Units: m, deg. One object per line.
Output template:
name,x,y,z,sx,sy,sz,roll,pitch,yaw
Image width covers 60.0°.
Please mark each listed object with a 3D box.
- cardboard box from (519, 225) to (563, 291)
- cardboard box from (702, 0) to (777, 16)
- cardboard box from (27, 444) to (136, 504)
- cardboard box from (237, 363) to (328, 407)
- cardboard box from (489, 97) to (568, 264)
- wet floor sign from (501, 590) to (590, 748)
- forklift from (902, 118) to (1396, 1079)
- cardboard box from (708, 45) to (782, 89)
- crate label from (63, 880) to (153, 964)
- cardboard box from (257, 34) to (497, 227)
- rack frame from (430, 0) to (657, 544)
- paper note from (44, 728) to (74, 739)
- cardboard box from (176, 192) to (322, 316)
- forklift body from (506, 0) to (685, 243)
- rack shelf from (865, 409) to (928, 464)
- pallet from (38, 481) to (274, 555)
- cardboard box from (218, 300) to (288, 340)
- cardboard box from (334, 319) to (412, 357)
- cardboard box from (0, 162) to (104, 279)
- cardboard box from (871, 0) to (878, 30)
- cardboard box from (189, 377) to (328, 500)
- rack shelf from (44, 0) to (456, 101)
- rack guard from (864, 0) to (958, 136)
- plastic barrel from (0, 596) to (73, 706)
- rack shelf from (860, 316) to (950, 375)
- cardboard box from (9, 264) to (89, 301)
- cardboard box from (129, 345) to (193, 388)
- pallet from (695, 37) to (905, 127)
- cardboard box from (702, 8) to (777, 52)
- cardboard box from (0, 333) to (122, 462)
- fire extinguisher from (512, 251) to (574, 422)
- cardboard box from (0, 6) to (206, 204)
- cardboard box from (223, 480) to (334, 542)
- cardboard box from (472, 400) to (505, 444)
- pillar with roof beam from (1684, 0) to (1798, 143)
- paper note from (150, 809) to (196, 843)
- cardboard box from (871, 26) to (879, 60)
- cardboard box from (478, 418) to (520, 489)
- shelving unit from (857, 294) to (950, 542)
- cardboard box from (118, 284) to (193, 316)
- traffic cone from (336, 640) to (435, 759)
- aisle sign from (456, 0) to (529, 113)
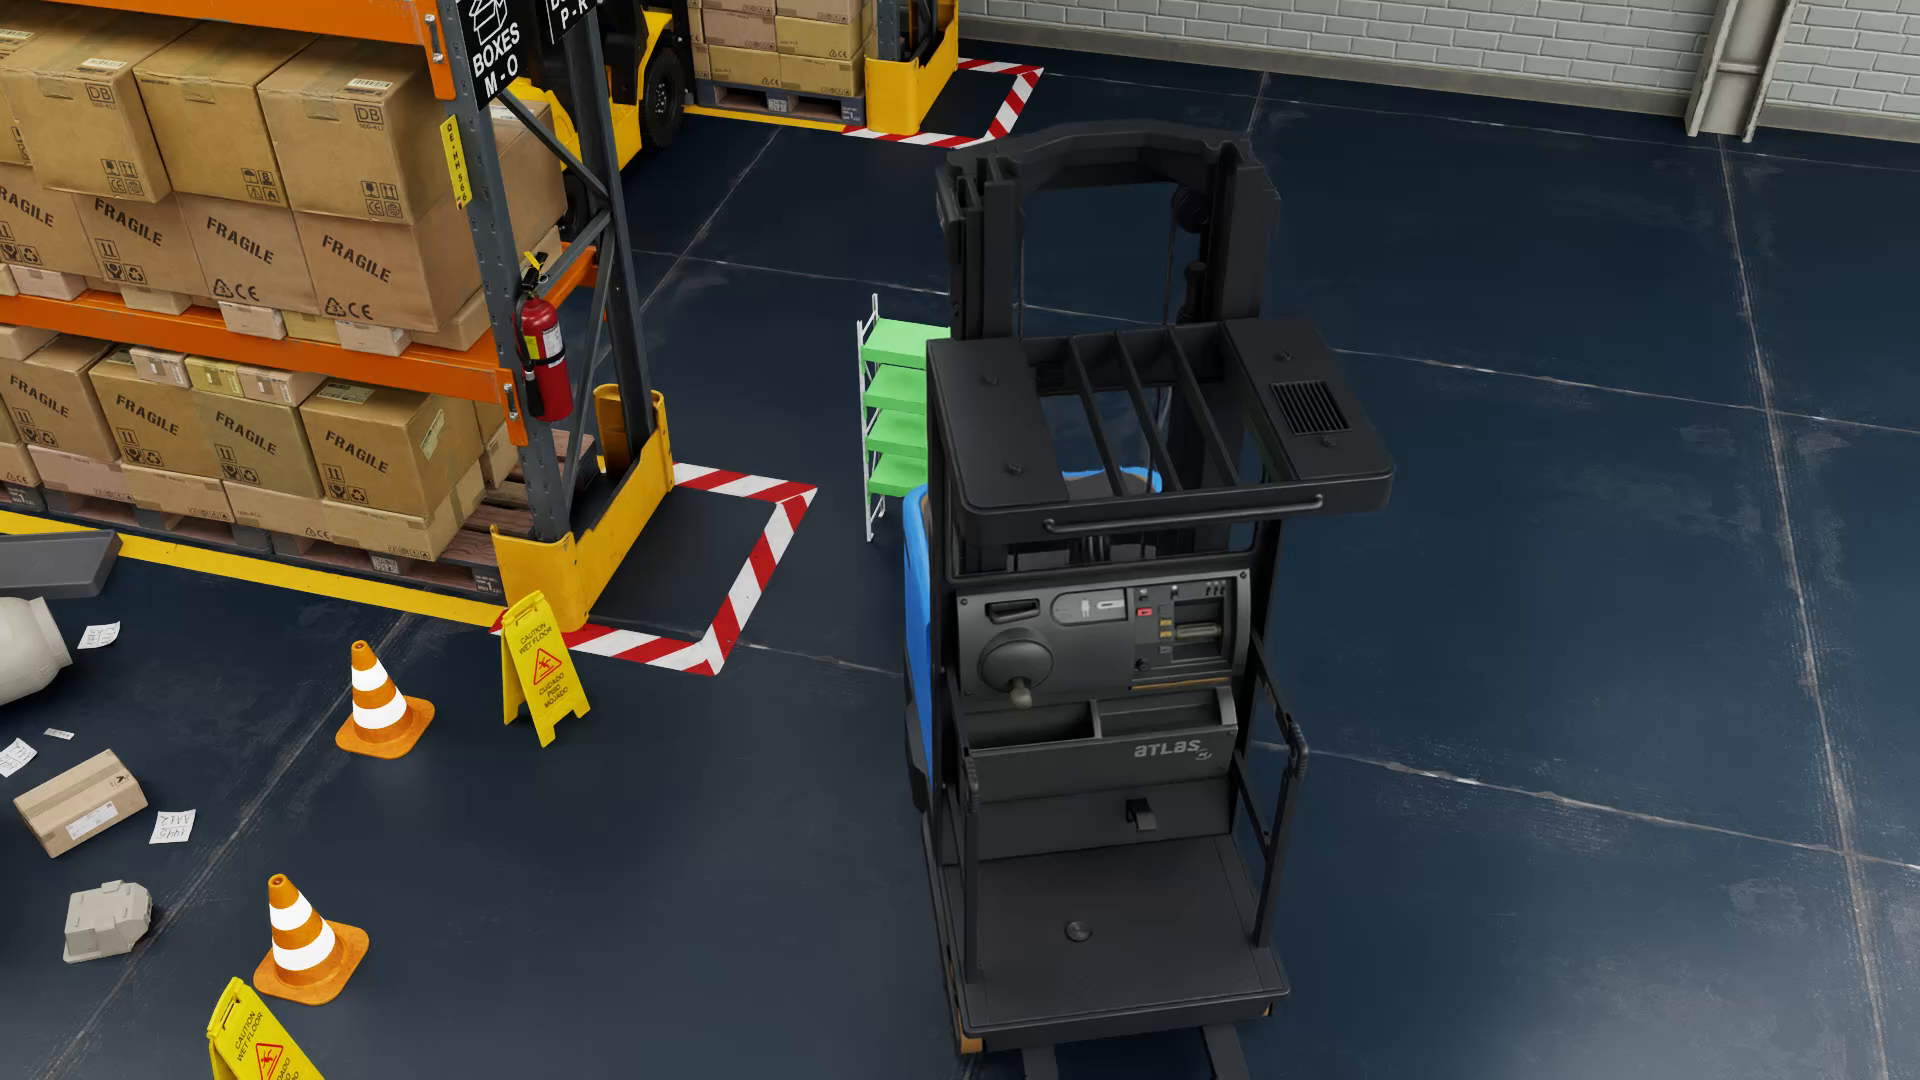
cardboard box,-1.893,-1.200,7.066,0.250,0.149,0.380,10,41,12
cardboard box,-1.359,-3.650,10.822,0.500,0.250,0.500,10,41,12
cardboard box,-3.951,-0.450,7.789,0.500,0.250,0.500,9,41,11
cardboard box,-2.832,-0.745,7.053,0.250,0.149,0.380,11,41,13
cardboard box,-2.004,-1.514,6.936,0.500,0.500,0.500,9,41,11
wet floor sign,-1.712,0.487,6.693,0.232,0.644,0.267,24,46,26
forklift,0.485,0.382,5.041,1.130,2.935,3.031,-5,40,-6
cardboard box,-1.353,-3.273,11.151,0.500,0.250,0.500,10,41,11
crate label,-3.101,1.369,6.038,0.298,0.136,0.250,-10,41,-11
cardboard box,-2.168,-1.595,6.255,0.500,0.500,0.700,9,41,10
rack frame,-1.618,-1.111,6.765,0.127,3.000,1.000,10,41,11
paper note,-3.695,0.795,6.820,0.123,0.001,0.032,10,41,11
cardboard box,-2.697,-1.268,6.643,0.500,0.500,0.500,10,41,12
forklift body,-2.642,-3.052,9.736,1.214,2.155,2.313,10,41,11
rack shelf,-0.160,-0.438,7.463,0.480,0.148,0.258,10,41,11
pallet,-3.642,-0.417,8.107,1.213,0.211,1.003,10,41,11
cardboard box,-2.807,-0.997,6.825,0.250,0.149,0.380,10,41,12
cardboard box,-2.308,-0.917,6.730,0.250,0.149,0.380,9,41,11
cardboard box,-3.664,-1.450,6.859,0.500,0.500,0.500,10,41,12
cardboard box,-0.740,-3.702,11.273,0.500,0.250,0.500,10,41,12
cardboard box,-2.965,-0.562,7.339,0.500,0.500,0.500,11,41,13
rack shelf,-3.551,-2.316,6.427,4.000,0.370,1.077,10,41,11
rack guard,-0.316,-3.234,11.237,0.348,0.500,1.175,10,41,11
plastic barrel,-4.005,0.473,6.882,0.512,0.421,0.421,-24,46,-26
rack shelf,-0.160,-0.806,7.154,0.480,0.148,0.258,10,41,11
cardboard box,-3.777,-1.185,7.048,0.250,0.149,0.380,10,41,11
cardboard box,-3.328,-0.833,7.159,0.250,0.149,0.380,11,41,13
pallet,-1.089,-3.229,11.455,1.213,0.211,1.003,10,41,11
cardboard box,-1.372,-3.471,10.998,0.500,0.250,0.500,9,41,11
cardboard box,-3.962,-0.736,7.547,0.500,0.500,0.500,12,41,14
fire extinguisher,-1.627,-0.776,6.426,0.183,0.674,0.296,10,41,11
cardboard box,-3.175,-1.705,6.386,0.500,0.500,0.700,9,41,11
cardboard box,-2.967,-0.277,7.583,0.500,0.250,0.500,10,41,12
cardboard box,-2.349,-0.815,7.641,0.500,0.500,0.500,8,41,10
pillar with roof beam,3.905,-3.496,4.940,0.400,9.000,9.100,10,41,11
paper note,-3.046,1.106,6.434,0.142,0.019,0.148,-3,40,-4
cardboard box,-0.763,-3.506,11.429,0.500,0.250,0.500,10,41,12
cardboard box,-2.326,-0.525,7.878,0.500,0.250,0.500,9,41,11
shelving unit,-0.160,-0.487,7.421,0.503,1.200,0.258,10,41,11
cardboard box,-3.289,-1.113,6.963,0.250,0.149,0.380,9,41,11
traffic cone,-2.367,0.591,6.712,0.334,0.463,0.336,10,41,11
aisle sign,-1.634,-1.916,5.702,0.004,0.787,0.394,10,41,11
